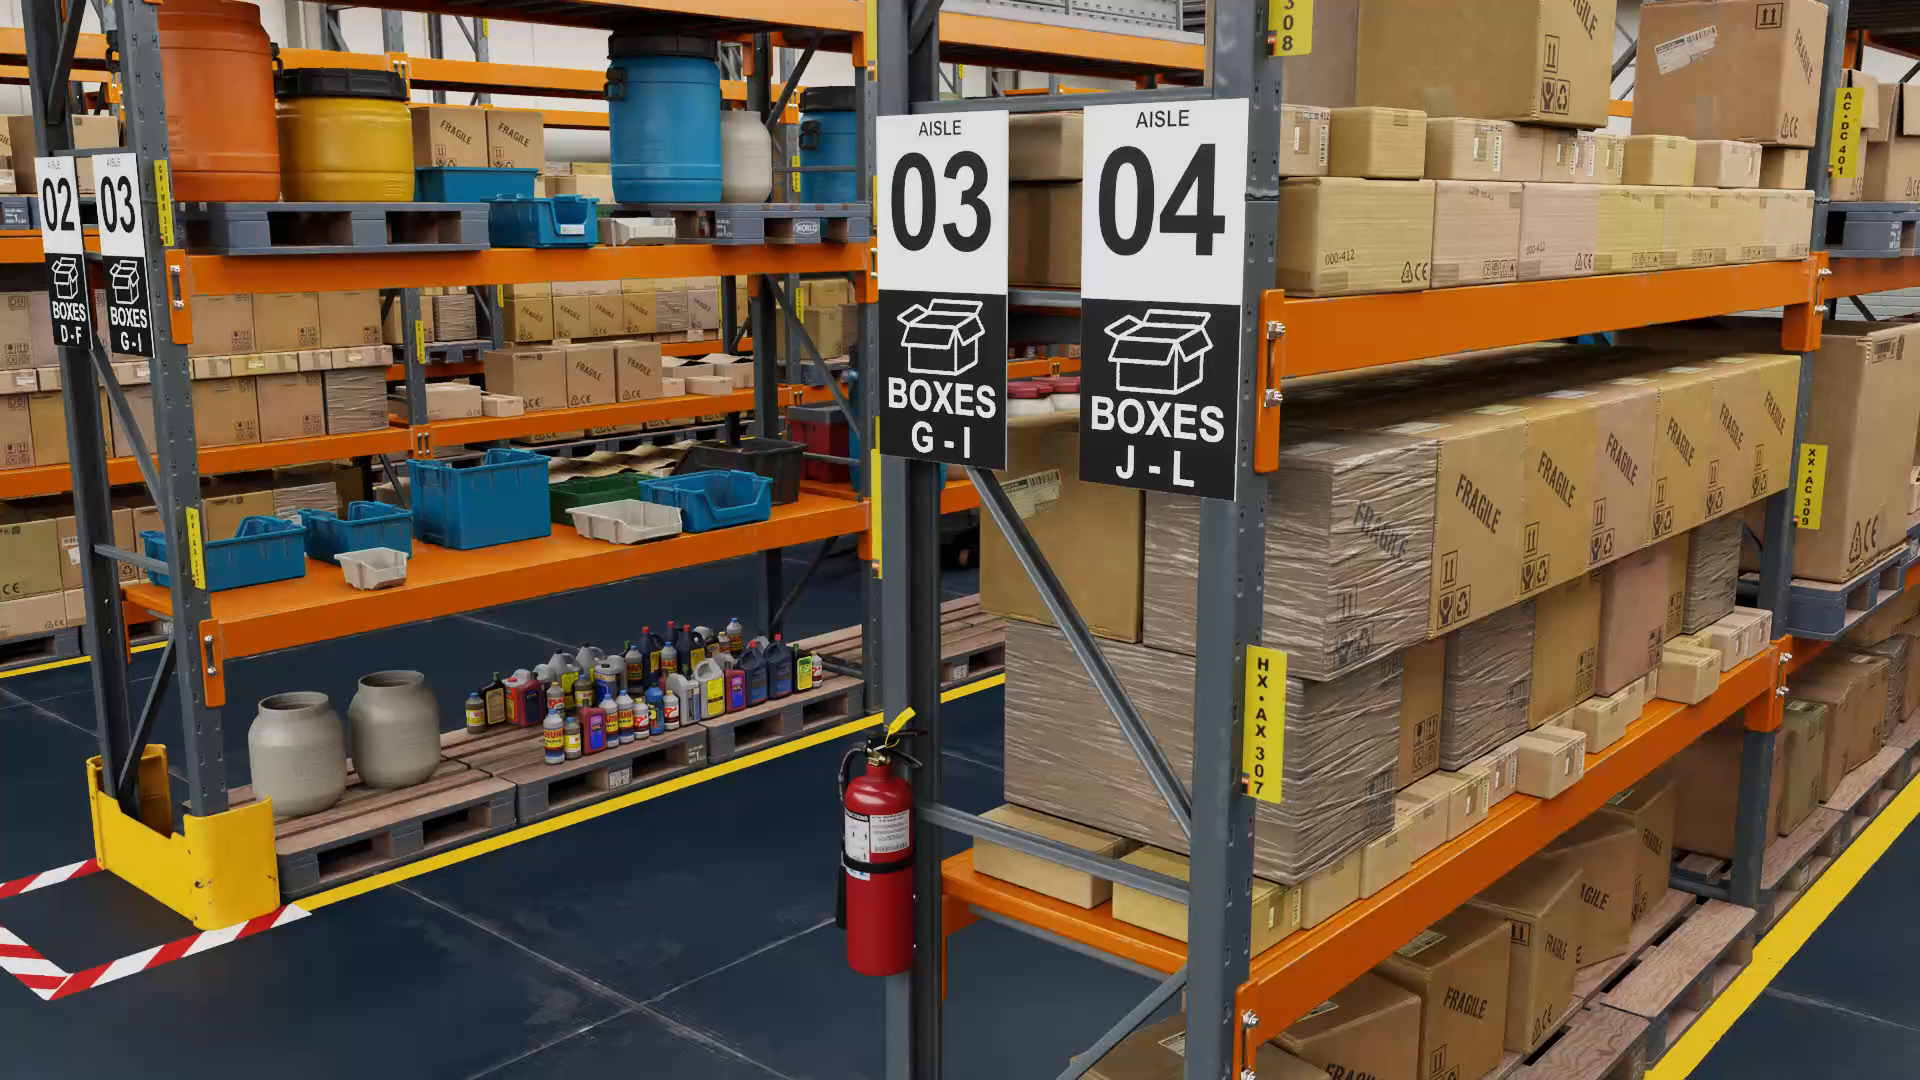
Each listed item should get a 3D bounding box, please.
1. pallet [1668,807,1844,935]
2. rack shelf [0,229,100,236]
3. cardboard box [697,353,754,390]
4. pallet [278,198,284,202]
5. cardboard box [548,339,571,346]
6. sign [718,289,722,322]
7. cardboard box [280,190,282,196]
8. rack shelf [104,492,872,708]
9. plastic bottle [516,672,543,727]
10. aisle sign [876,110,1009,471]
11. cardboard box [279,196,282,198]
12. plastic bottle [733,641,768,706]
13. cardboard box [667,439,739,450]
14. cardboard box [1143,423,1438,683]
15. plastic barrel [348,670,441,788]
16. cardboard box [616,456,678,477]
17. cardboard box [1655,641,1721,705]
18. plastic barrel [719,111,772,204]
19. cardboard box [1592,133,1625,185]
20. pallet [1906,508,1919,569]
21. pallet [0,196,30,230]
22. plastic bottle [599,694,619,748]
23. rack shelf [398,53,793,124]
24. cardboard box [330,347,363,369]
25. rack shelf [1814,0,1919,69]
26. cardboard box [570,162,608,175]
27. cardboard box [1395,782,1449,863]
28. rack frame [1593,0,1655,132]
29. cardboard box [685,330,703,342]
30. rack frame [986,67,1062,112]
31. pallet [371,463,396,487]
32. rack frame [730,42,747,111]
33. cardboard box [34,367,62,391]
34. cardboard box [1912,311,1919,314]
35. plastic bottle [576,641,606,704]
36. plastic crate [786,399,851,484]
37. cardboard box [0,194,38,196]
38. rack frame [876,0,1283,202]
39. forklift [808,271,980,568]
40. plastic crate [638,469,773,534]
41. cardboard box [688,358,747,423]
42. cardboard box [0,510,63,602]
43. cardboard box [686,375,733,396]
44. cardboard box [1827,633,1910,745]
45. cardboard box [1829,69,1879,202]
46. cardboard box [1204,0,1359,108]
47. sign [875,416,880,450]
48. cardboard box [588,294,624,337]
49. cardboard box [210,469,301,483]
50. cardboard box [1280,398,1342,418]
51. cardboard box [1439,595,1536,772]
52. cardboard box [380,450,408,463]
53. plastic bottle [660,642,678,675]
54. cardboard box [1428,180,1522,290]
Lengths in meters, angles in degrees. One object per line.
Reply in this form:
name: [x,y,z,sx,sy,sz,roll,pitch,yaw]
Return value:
pallet: [3.375,1.402,7.692,1.003,0.211,1.213,10,15,40]
rack shelf: [-9.620,-2.596,14.768,1.077,0.370,4.000,10,15,40]
cardboard box: [-2.209,-1.629,15.976,0.500,0.311,0.500,11,16,44]
pallet: [-5.120,-2.431,12.330,1.003,0.211,1.213,10,15,40]
cardboard box: [-4.856,-2.330,19.847,0.380,0.149,0.250,10,15,42]
sign: [-2.350,-2.318,16.445,0.100,0.325,0.005,10,15,40]
cardboard box: [-5.107,-2.887,12.701,0.500,0.500,0.500,-11,15,-43]
rack shelf: [-2.178,0.156,8.648,1.077,0.370,4.000,10,15,40]
plastic bottle: [-2.348,0.867,9.064,0.061,0.283,0.133,10,15,40]
aisle sign: [-0.044,-0.567,3.792,0.394,0.787,0.004,10,15,40]
cardboard box: [-7.065,-3.750,17.379,0.500,0.500,0.500,9,14,38]
plastic bottle: [-1.193,0.752,9.465,0.144,0.351,0.185,9,14,38]
cardboard box: [-2.502,-0.814,16.184,0.500,0.311,0.500,10,15,42]
cardboard box: [0.790,0.007,3.990,0.500,0.500,0.500,10,15,40]
plastic barrel: [-2.790,0.931,8.211,0.421,0.512,0.421,0,11,0]
cardboard box: [-2.770,-0.593,15.078,0.500,0.311,0.500,10,15,40]
cardboard box: [2.478,0.458,5.941,0.380,0.149,0.250,10,15,40]
plastic barrel: [-1.290,-2.185,9.515,0.421,0.512,0.421,0,11,0]
cardboard box: [1.755,-1.136,4.985,0.380,0.149,0.250,9,14,38]
pallet: [4.227,-0.049,8.325,1.003,0.211,1.213,10,15,40]
pallet: [-6.730,-2.072,10.533,1.003,0.211,1.213,10,15,40]
plastic bottle: [-1.841,0.943,8.715,0.097,0.271,0.097,0,11,0]
rack shelf: [-3.256,-3.819,14.255,1.077,0.370,4.000,10,15,40]
cardboard box: [-4.760,-1.396,12.667,0.380,0.149,0.250,9,15,39]
rack shelf: [4.183,-2.538,7.840,1.077,0.370,4.000,10,15,40]
cardboard box: [-4.697,-4.340,20.282,0.700,0.500,0.500,11,16,43]
cardboard box: [1.095,0.741,4.522,0.380,0.149,0.250,10,15,40]
rack frame: [7.063,-5.199,18.303,1.000,3.000,0.127,10,15,40]
cardboard box: [-3.513,-2.630,21.352,0.380,0.149,0.250,10,15,40]
rack frame: [0.705,-5.251,18.566,1.000,3.000,0.127,10,15,40]
pallet: [-6.982,-0.700,18.214,1.003,0.211,1.213,10,15,40]
rack frame: [-3.019,-5.891,21.769,1.000,3.000,0.127,10,15,40]
cardboard box: [-6.116,-1.093,11.152,0.380,0.149,0.250,9,14,38]
cardboard box: [6.868,-1.281,11.188,0.797,0.503,0.637,10,15,42]
plastic bottle: [-2.108,0.747,9.489,0.144,0.351,0.185,10,15,40]
plastic crate: [-0.768,-0.633,10.600,0.402,0.464,0.583,10,15,40]
cardboard box: [-8.791,-3.123,15.262,0.500,0.500,0.500,8,14,36]
rack frame: [0.222,-2.204,3.311,1.000,3.000,0.127,10,15,40]
forklift: [-0.270,-1.296,14.254,1.130,2.935,3.031,5,12,25]
plastic crate: [-1.385,-0.220,9.075,0.499,0.251,0.616,10,15,40]
cardboard box: [-3.350,-1.988,21.964,0.750,0.750,0.750,10,15,41]
cardboard box: [-6.367,0.107,11.089,0.500,0.500,0.500,10,15,40]
cardboard box: [-2.322,-1.429,15.390,0.380,0.149,0.250,10,15,40]
cardboard box: [4.719,0.755,9.070,0.700,0.500,0.500,8,14,36]
cardboard box: [3.247,-1.635,6.782,0.797,0.503,0.637,9,14,38]
cardboard box: [1.055,-1.434,4.822,0.500,0.500,0.500,10,15,40]
sign: [-0.452,-0.554,9.660,0.100,0.325,0.005,10,15,40]
cardboard box: [-4.465,-2.752,20.306,0.500,0.500,0.500,10,15,40]
cardboard box: [-5.442,-0.255,12.903,0.500,0.500,0.500,10,15,40]
cardboard box: [0.725,-0.135,4.699,0.500,0.500,0.500,10,15,40]
cardboard box: [1.208,0.308,5.033,0.875,0.500,0.500,10,15,40]
cardboard box: [-6.523,-1.177,18.744,0.700,0.500,0.500,10,15,40]
plastic bottle: [-1.707,0.733,9.764,0.097,0.271,0.097,0,11,0]
cardboard box: [1.070,-0.774,4.191,0.500,0.250,0.500,9,15,39]
